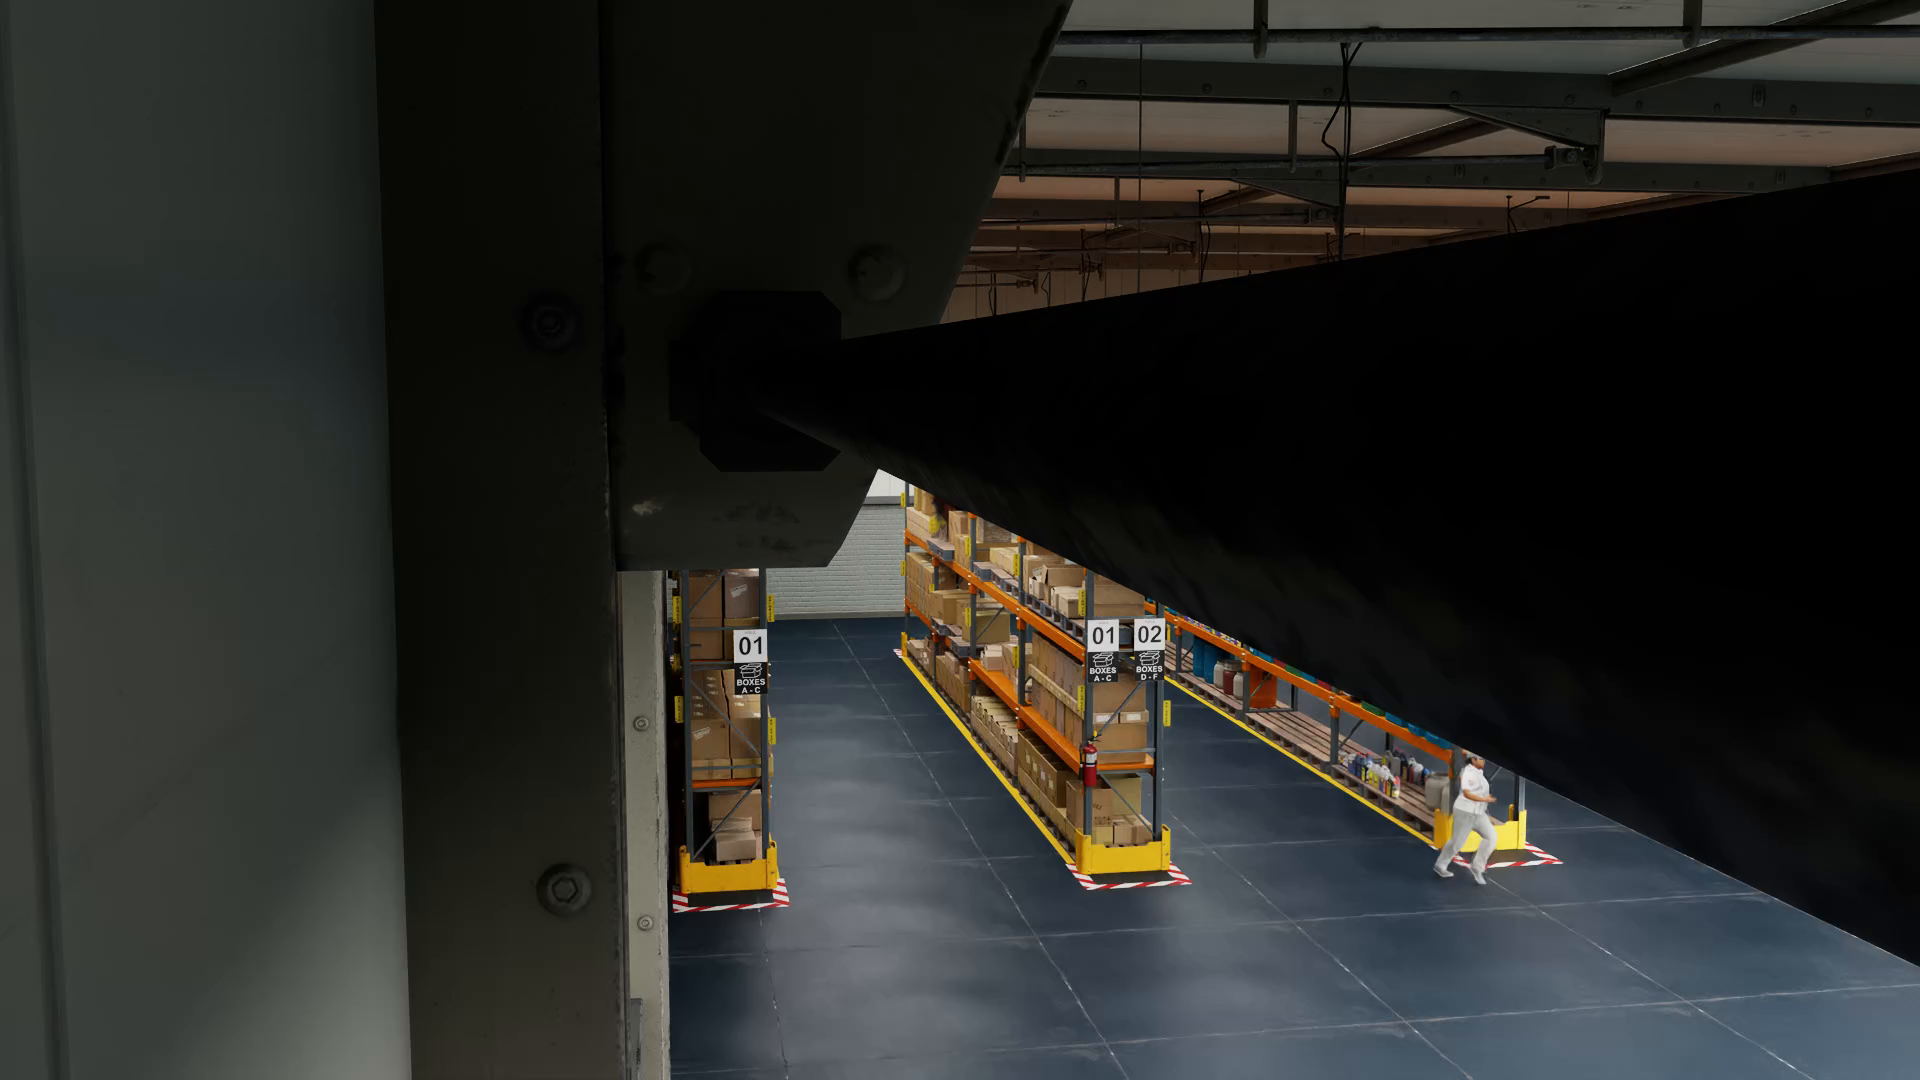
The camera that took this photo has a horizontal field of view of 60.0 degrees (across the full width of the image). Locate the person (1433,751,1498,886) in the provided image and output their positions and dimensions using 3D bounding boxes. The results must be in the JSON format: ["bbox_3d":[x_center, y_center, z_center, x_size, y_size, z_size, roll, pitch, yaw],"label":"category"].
[{"bbox_3d":[6.289,3.400,20.579,0.717,1.692,0.661,4,7,35],"label":"person"}]
